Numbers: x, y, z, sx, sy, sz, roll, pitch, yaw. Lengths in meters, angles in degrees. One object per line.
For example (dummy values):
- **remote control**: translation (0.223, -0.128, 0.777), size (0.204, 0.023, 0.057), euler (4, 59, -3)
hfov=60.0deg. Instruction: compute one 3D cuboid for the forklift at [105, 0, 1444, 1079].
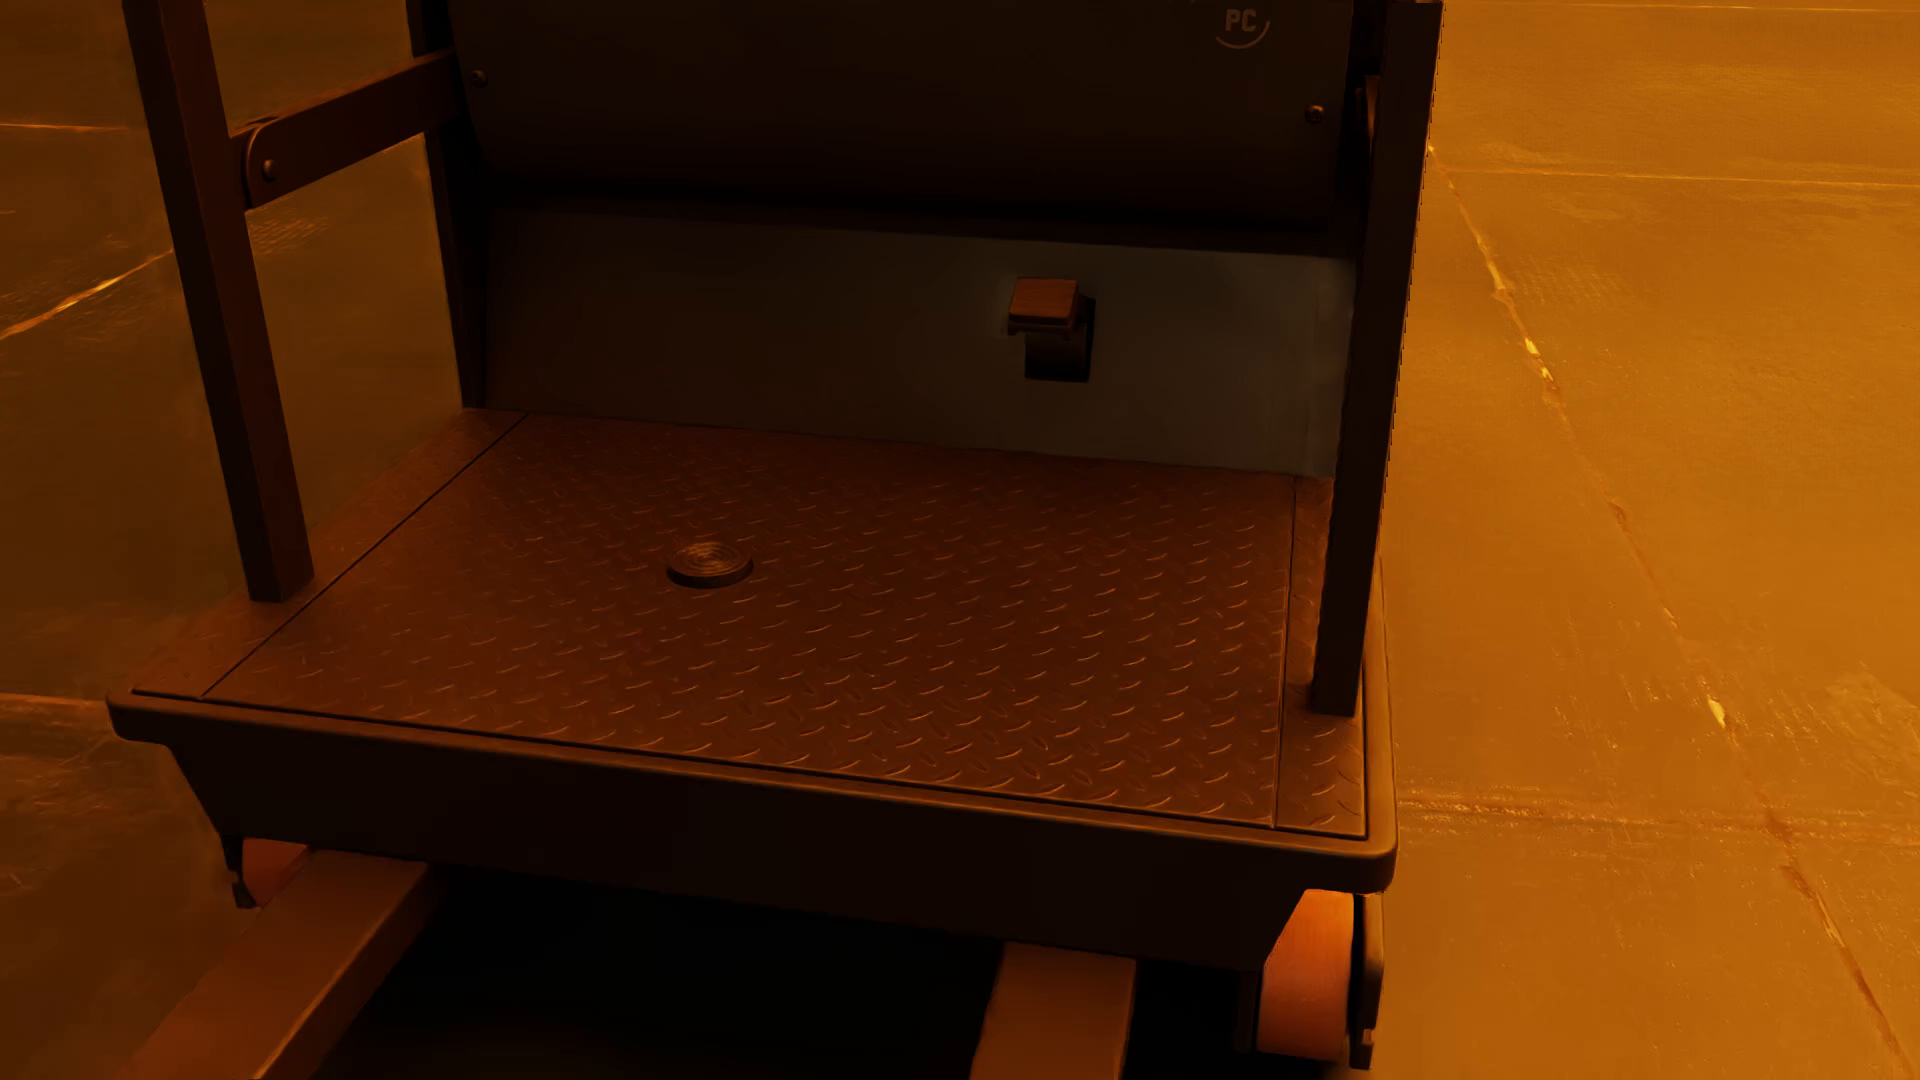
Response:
- **forklift**: translation (-0.114, -1.013, 1.247), size (1.130, 2.935, 3.031), euler (5, 27, 10)
